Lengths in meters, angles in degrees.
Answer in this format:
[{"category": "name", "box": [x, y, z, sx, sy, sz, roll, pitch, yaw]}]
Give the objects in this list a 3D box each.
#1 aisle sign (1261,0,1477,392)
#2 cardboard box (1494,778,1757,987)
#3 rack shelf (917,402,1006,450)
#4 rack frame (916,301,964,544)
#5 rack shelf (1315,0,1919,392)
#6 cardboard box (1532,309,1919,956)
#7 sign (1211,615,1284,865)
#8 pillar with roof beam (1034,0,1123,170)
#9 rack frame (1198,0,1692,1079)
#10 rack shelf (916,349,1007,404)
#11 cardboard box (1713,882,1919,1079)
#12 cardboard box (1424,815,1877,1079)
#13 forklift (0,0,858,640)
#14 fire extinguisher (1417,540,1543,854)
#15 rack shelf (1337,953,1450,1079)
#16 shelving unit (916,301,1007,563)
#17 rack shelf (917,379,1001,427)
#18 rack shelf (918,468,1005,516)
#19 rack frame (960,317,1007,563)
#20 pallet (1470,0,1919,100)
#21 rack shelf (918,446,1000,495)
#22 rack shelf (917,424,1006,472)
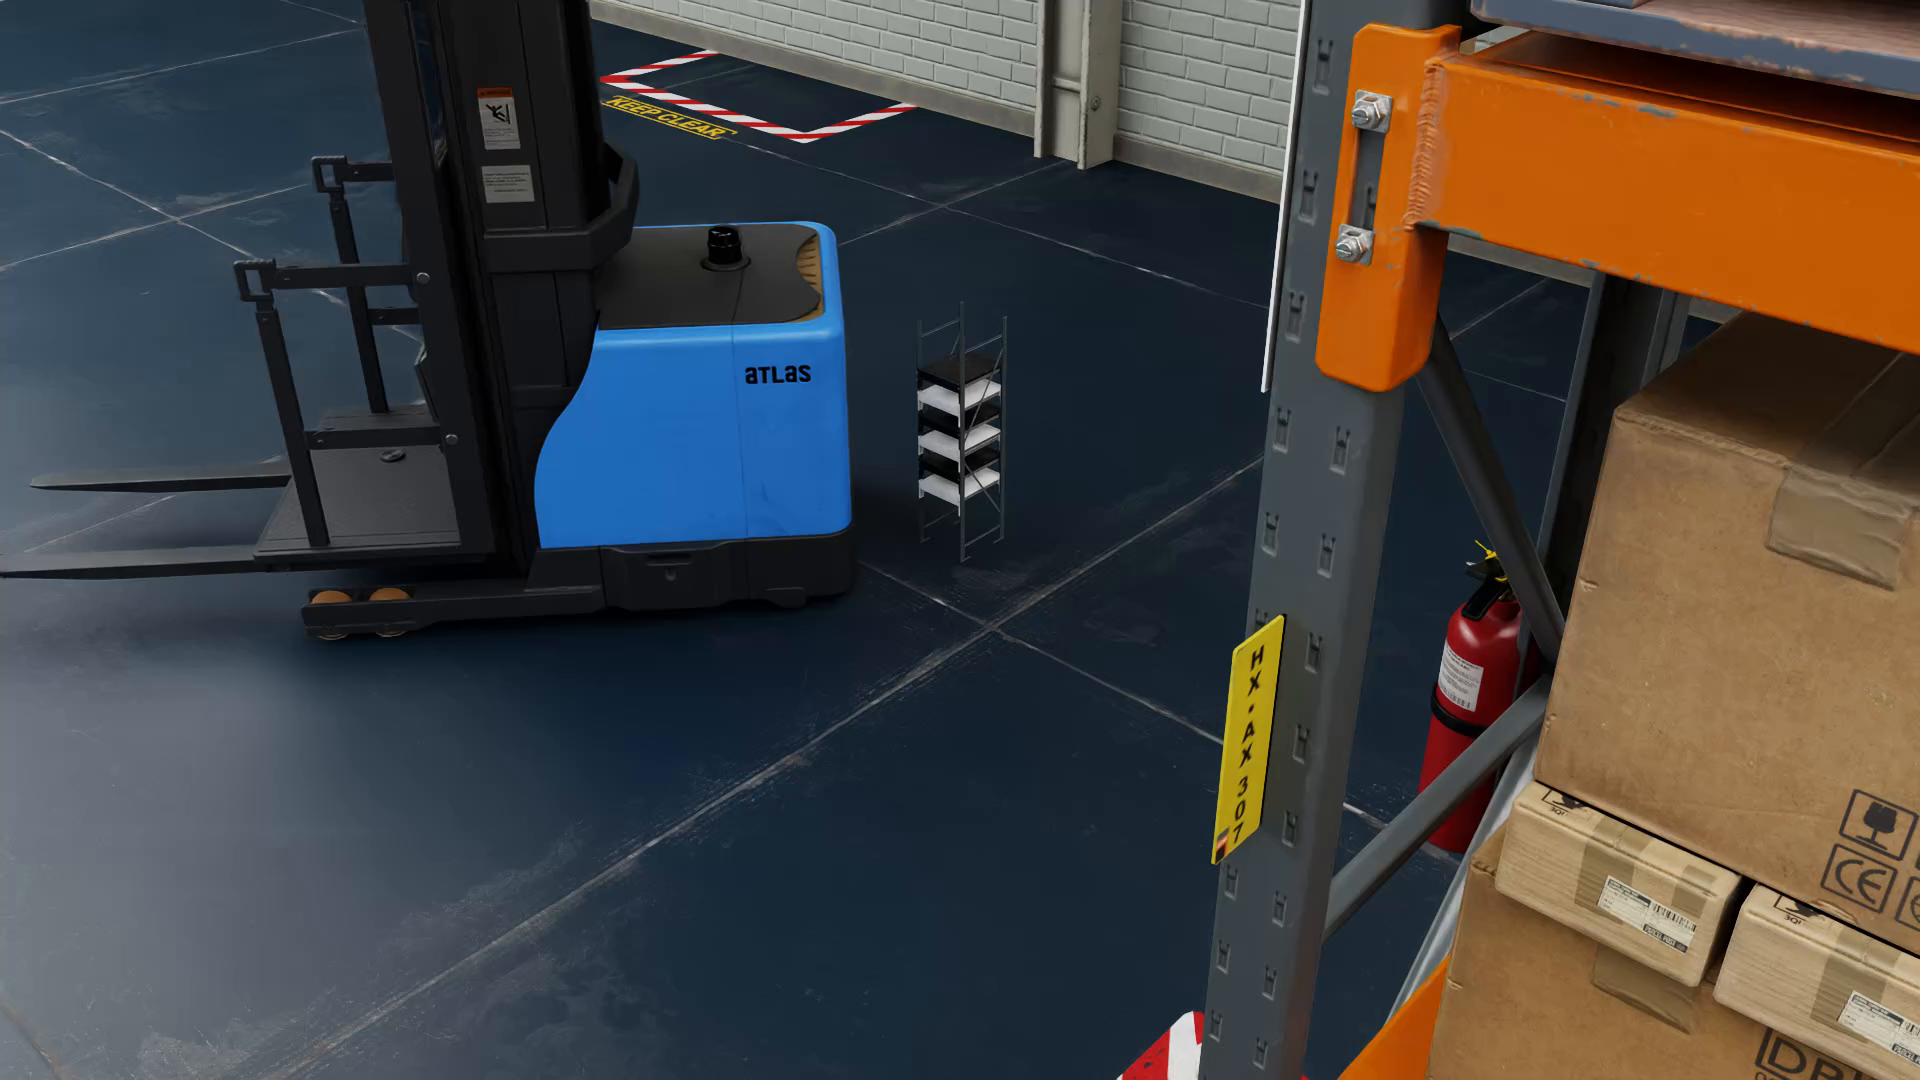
[{"category": "aisle sign", "box": [0.470, -0.578, 1.781, 0.004, 0.787, 0.394, 25, 39, 35]}, {"category": "cardboard box", "box": [0.871, 0.339, 2.053, 0.250, 0.149, 0.380, 25, 39, 35]}, {"category": "rack shelf", "box": [0.006, -0.431, 5.984, 0.200, 0.077, 0.258, 25, 39, 35]}, {"category": "rack frame", "box": [-0.069, -0.418, 6.072, 0.006, 0.900, 0.240, 25, 39, 35]}, {"category": "rack shelf", "box": [2.208, 0.157, 0.871, 4.000, 0.370, 1.077, 25, 39, 35]}, {"category": "cardboard box", "box": [1.102, 0.027, 1.941, 0.500, 0.500, 0.700, 25, 39, 35]}, {"category": "sign", "box": [0.348, 0.247, 2.016, 0.005, 0.325, 0.100, 25, 39, 35]}, {"category": "pillar with roof beam", "box": [-2.192, -4.543, 5.072, 0.400, 9.000, 9.100, 25, 39, 35]}, {"category": "rack frame", "box": [0.727, 0.440, 2.611, 0.053, 2.616, 0.949, 25, 39, 35]}, {"category": "rack shelf", "box": [0.006, -0.585, 5.891, 0.200, 0.077, 0.258, 25, 39, 35]}, {"category": "cardboard box", "box": [1.069, 0.429, 1.903, 0.250, 0.149, 0.380, 24, 38, 34]}, {"category": "cardboard box", "box": [1.062, 0.565, 2.306, 0.500, 0.500, 0.700, 25, 39, 35]}, {"category": "forklift", "box": [-1.911, -1.200, 5.402, 3.031, 2.935, 1.130, -3, 31, -5]}, {"category": "fire extinguisher", "box": [0.949, 0.256, 2.992, 0.183, 0.674, 0.296, 25, 39, 35]}, {"category": "rack shelf", "box": [2.208, 1.442, 1.644, 4.000, 0.370, 1.077, 25, 39, 35]}, {"category": "shelving unit", "box": [0.006, -0.383, 6.013, 0.210, 0.900, 0.258, 25, 39, 35]}, {"category": "rack shelf", "box": [0.006, -0.508, 5.938, 0.200, 0.077, 0.258, 25, 39, 35]}, {"category": "rack shelf", "box": [0.006, -0.200, 6.123, 0.200, 0.077, 0.258, 25, 39, 35]}, {"category": "rack frame", "box": [0.081, -0.348, 5.955, 0.006, 0.900, 0.240, 25, 39, 35]}, {"category": "pallet", "box": [1.232, -0.551, 1.435, 1.213, 0.211, 1.003, 25, 39, 35]}, {"category": "rack shelf", "box": [0.006, -0.277, 6.077, 0.200, 0.077, 0.258, 25, 39, 35]}, {"category": "rack shelf", "box": [0.006, -0.354, 6.030, 0.200, 0.077, 0.258, 25, 39, 35]}]
